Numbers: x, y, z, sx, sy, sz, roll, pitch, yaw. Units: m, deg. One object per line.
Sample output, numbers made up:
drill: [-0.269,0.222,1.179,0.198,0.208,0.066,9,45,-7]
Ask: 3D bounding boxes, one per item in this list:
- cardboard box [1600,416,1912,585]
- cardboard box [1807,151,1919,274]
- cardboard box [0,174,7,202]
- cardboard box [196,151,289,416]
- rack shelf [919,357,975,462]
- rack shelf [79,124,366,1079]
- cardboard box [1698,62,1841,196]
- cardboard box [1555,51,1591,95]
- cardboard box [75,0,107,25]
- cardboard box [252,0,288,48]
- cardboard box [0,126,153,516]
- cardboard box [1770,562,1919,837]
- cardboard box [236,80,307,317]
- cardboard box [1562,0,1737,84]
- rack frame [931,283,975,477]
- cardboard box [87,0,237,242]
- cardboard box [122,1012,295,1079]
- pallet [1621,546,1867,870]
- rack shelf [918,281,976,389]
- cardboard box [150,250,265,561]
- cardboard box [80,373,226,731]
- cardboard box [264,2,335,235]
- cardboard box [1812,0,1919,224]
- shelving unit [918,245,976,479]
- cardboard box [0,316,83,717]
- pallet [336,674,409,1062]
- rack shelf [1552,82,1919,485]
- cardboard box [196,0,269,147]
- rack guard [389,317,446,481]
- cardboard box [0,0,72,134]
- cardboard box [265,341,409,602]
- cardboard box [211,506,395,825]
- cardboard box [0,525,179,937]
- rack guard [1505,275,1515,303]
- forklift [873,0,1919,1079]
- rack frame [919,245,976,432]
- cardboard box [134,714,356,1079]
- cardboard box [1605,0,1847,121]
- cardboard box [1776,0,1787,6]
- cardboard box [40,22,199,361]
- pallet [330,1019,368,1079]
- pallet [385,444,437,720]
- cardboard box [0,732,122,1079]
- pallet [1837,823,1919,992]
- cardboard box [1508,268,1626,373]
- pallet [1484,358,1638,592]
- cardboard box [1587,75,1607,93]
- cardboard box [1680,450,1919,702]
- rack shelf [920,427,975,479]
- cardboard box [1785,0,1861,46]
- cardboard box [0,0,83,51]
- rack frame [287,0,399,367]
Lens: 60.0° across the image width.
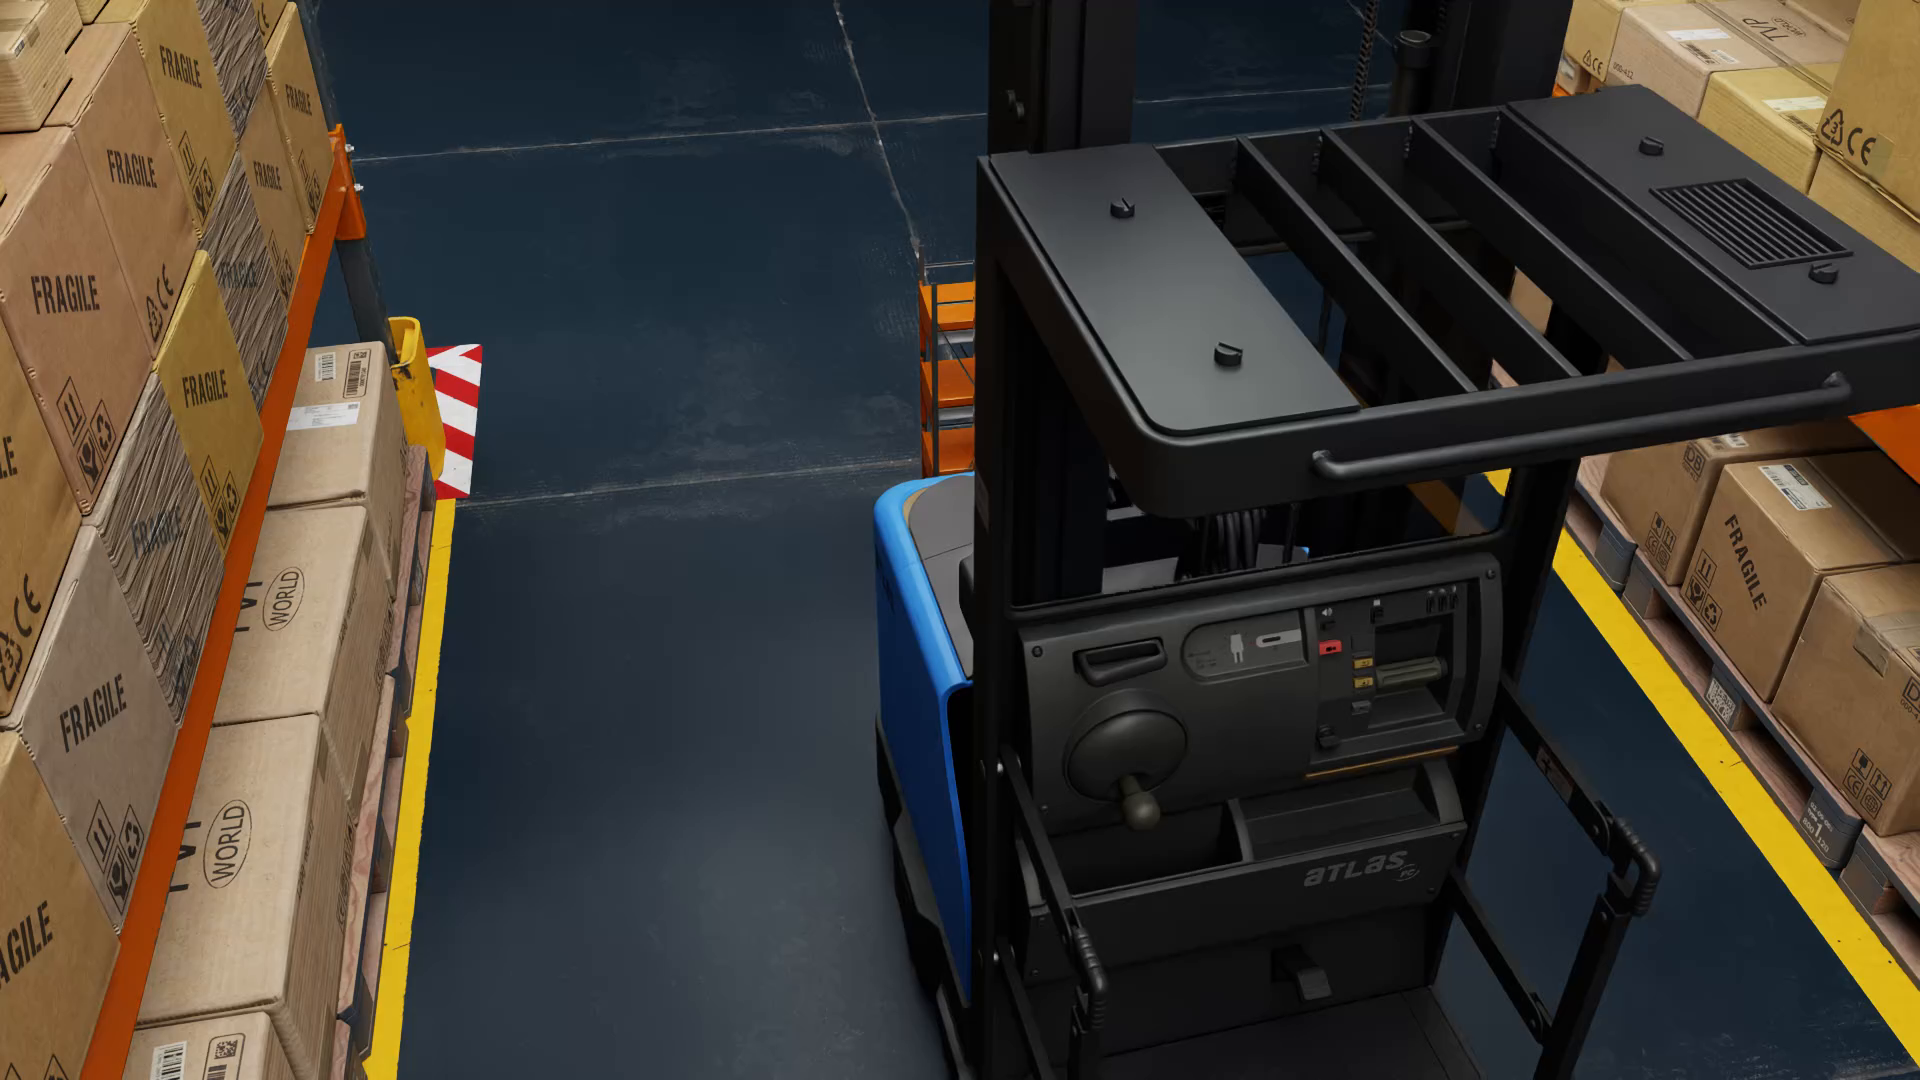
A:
cardboard box: [2.533,-0.231,5.297,0.700,0.500,0.500,-5,38,-6]
cardboard box: [2.513,-0.790,4.202,0.500,0.250,0.500,-7,38,-9]
cardboard box: [-1.726,-0.532,2.565,0.380,0.149,0.250,-7,38,-9]
cardboard box: [-1.961,-0.578,3.968,0.500,0.500,0.500,-5,38,-7]
rack shelf: [-0.009,-0.439,5.476,0.215,0.259,0.240,-6,38,-8]
rack shelf: [-2.128,0.076,3.793,1.077,0.370,4.000,-6,38,-8]
cardboard box: [2.402,-1.097,4.597,0.500,0.250,0.500,-7,38,-9]
cardboard box: [2.195,-1.625,5.601,0.380,0.149,0.250,-7,38,-8]
cardboard box: [-1.941,-1.146,3.355,0.380,0.149,0.250,-5,38,-7]
cardboard box: [-2.160,-1.585,4.448,0.500,0.500,0.500,-5,38,-6]
cardboard box: [-1.784,-0.364,2.877,0.500,0.500,0.500,-6,38,-7]
cardboard box: [2.715,0.396,4.490,0.700,0.500,0.500,-8,38,-10]
cardboard box: [-2.060,-0.888,4.366,0.500,0.500,0.500,-7,38,-9]
cardboard box: [2.222,-1.707,5.382,0.500,0.250,0.500,-6,38,-8]
rack frame: [0.012,-0.373,5.375,0.200,1.050,0.008,-6,38,-8]
cardboard box: [-1.956,-0.973,3.661,0.500,0.500,0.500,-6,38,-8]
cardboard box: [-1.782,1.455,3.178,0.875,0.438,0.875,-7,38,-9]
pallet: [2.772,0.412,5.048,1.003,0.211,1.213,-6,38,-8]
rack shelf: [-0.009,-0.663,5.302,0.215,0.259,0.240,-6,38,-8]
cardboard box: [-1.857,-0.268,3.568,0.500,0.500,0.500,-5,38,-7]
cardboard box: [-1.767,0.044,3.167,0.500,0.500,0.500,-6,38,-8]
cardboard box: [-2.134,-1.193,4.759,0.500,0.500,0.500,-6,38,-8]
cardboard box: [2.485,-1.097,3.986,0.500,0.500,0.500,-5,38,-7]
shelving unit: [-0.009,-0.447,5.470,0.215,1.050,0.252,-6,38,-8]
cardboard box: [-1.705,-0.054,2.478,0.500,0.500,0.500,-7,38,-9]
pallet: [-2.051,0.895,4.426,1.003,0.211,1.213,-6,38,-8]
rack shelf: [2.758,-0.460,4.483,1.077,0.370,4.000,-6,38,-8]
cardboard box: [-2.039,-1.272,4.046,0.500,0.500,0.500,-6,38,-8]
rack guard: [-2.483,-0.443,5.913,1.175,0.500,0.348,-6,38,-8]
cardboard box: [-1.826,-0.831,2.949,0.380,0.149,0.250,-6,38,-8]
cardboard box: [-2.265,-0.182,5.285,0.875,0.438,0.875,-7,38,-9]
cardboard box: [-2.096,0.370,4.575,0.875,0.438,0.875,-5,38,-7]
cardboard box: [-1.686,0.345,2.780,0.500,0.500,0.500,-6,38,-8]
rack guard: [2.421,-0.919,6.525,1.175,0.500,0.348,-6,38,-8]
forklift: [0.623,0.354,2.905,1.130,2.935,3.031,-9,39,-11]
rack frame: [-0.031,-0.521,5.564,0.200,1.050,0.008,-6,38,-8]
cardboard box: [-1.939,0.915,3.874,0.875,0.438,0.875,-7,38,-9]
cardboard box: [2.310,-1.403,4.990,0.500,0.250,0.500,-6,38,-7]
cardboard box: [2.749,-1.761,5.452,0.500,0.250,0.500,-5,38,-7]
cardboard box: [-1.869,-0.669,3.270,0.500,0.500,0.500,-6,38,-8]
pallet: [-1.834,1.634,3.475,1.003,0.211,1.213,-6,38,-8]
pallet: [-2.262,0.160,5.372,1.003,0.211,1.213,-6,38,-8]
cardboard box: [-1.602,0.649,2.388,0.500,0.500,0.500,-5,38,-6]
pallet: [2.989,1.150,4.097,1.003,0.211,1.213,-6,38,-8]
cardboard box: [2.421,-0.752,5.966,0.797,0.503,0.637,-8,38,-10]
pallet: [2.561,-0.323,5.994,1.003,0.211,1.213,-6,38,-8]
cardboard box: [2.285,-1.476,5.410,0.380,0.149,0.250,-5,38,-7]
cardboard box: [2.527,0.099,4.872,0.500,0.500,0.500,-6,38,-7]
rack shelf: [-0.009,-0.219,5.647,0.215,0.259,0.240,-6,38,-8]
cardboard box: [2.839,-1.449,5.050,0.500,0.250,0.500,-6,38,-8]
cardboard box: [-1.913,-0.986,3.149,0.380,0.149,0.250,-5,38,-6]
rack frame: [-2.479,-1.416,5.128,1.000,3.000,0.127,-6,38,-8]
